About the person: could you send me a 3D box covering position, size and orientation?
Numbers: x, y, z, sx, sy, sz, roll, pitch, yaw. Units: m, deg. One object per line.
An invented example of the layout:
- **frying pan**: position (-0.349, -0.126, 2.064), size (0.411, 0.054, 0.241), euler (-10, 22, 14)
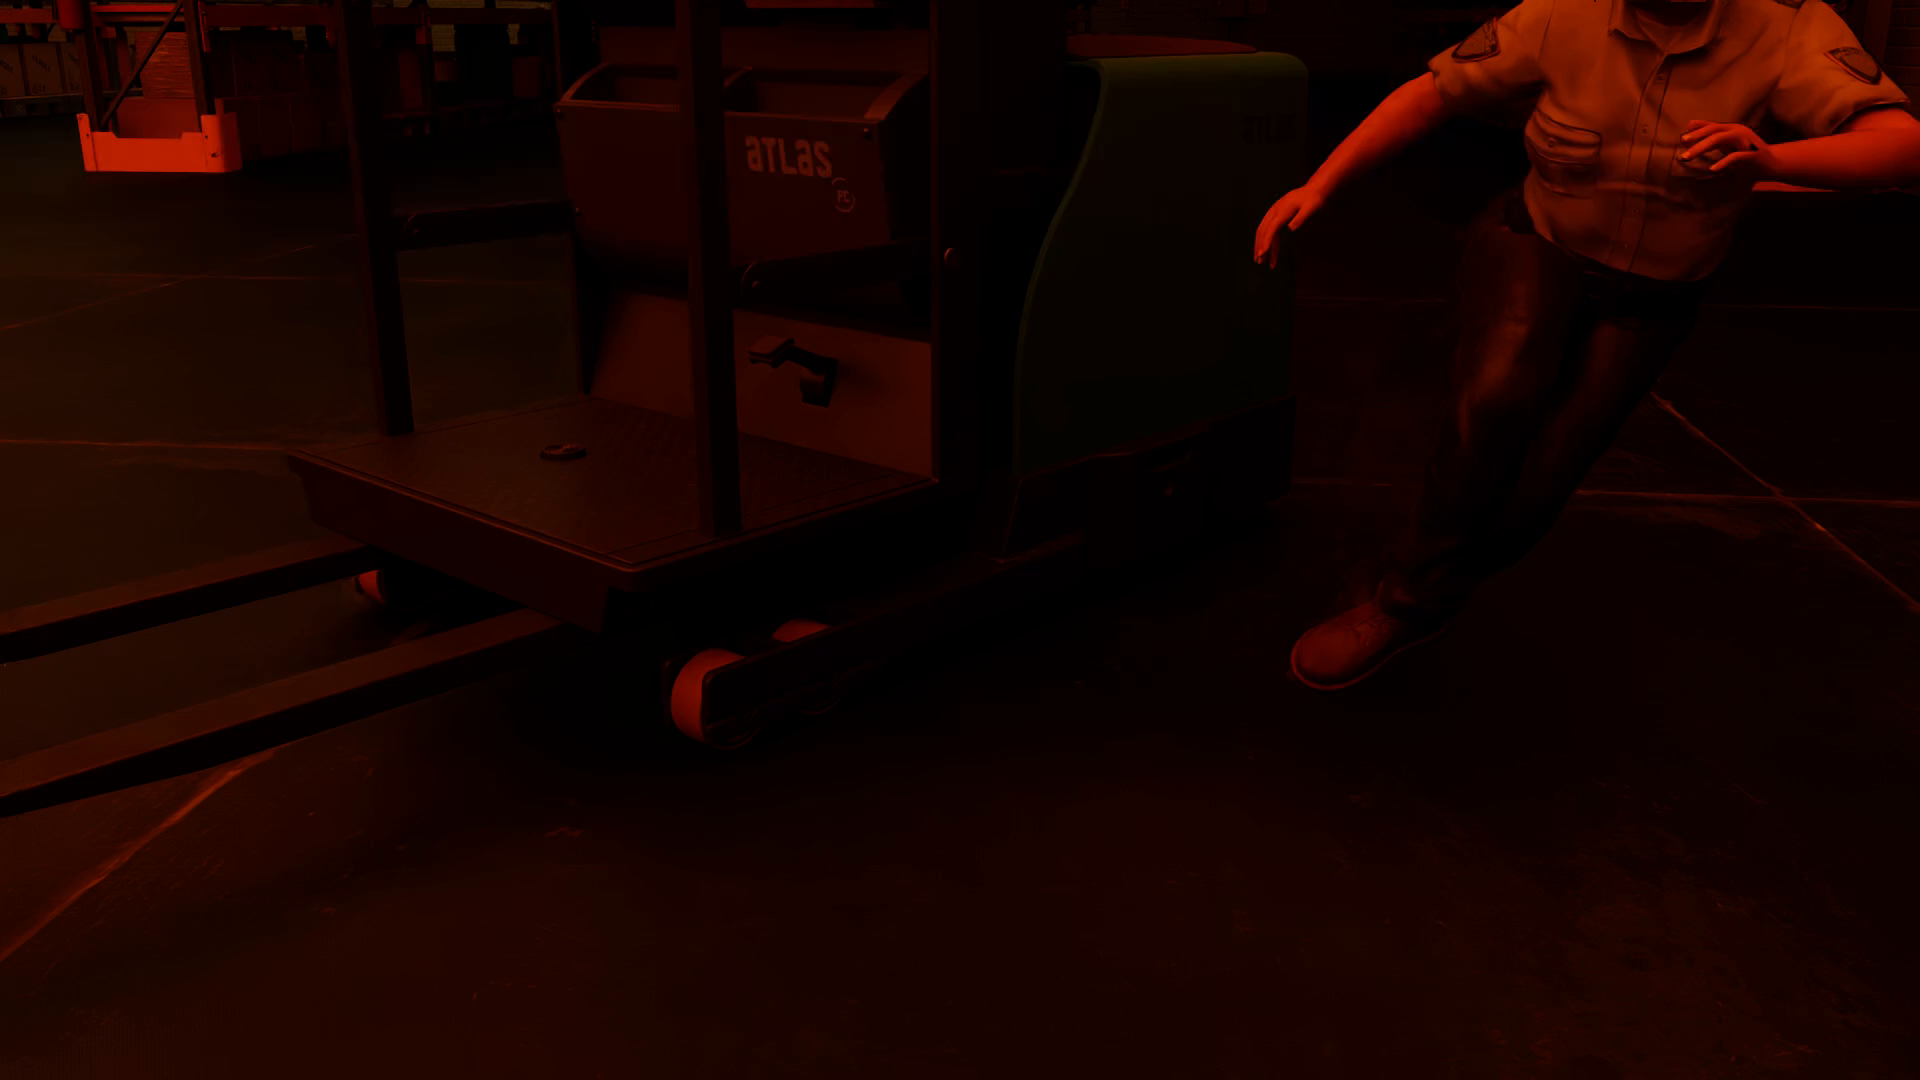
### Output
- **person**: position (0.918, -0.353, 2.616), size (0.913, 1.426, 0.854), euler (4, 18, 13)

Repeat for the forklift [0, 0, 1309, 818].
- **forklift**: position (-0.572, -1.224, 2.834), size (1.130, 2.935, 3.031), euler (15, 23, 40)
